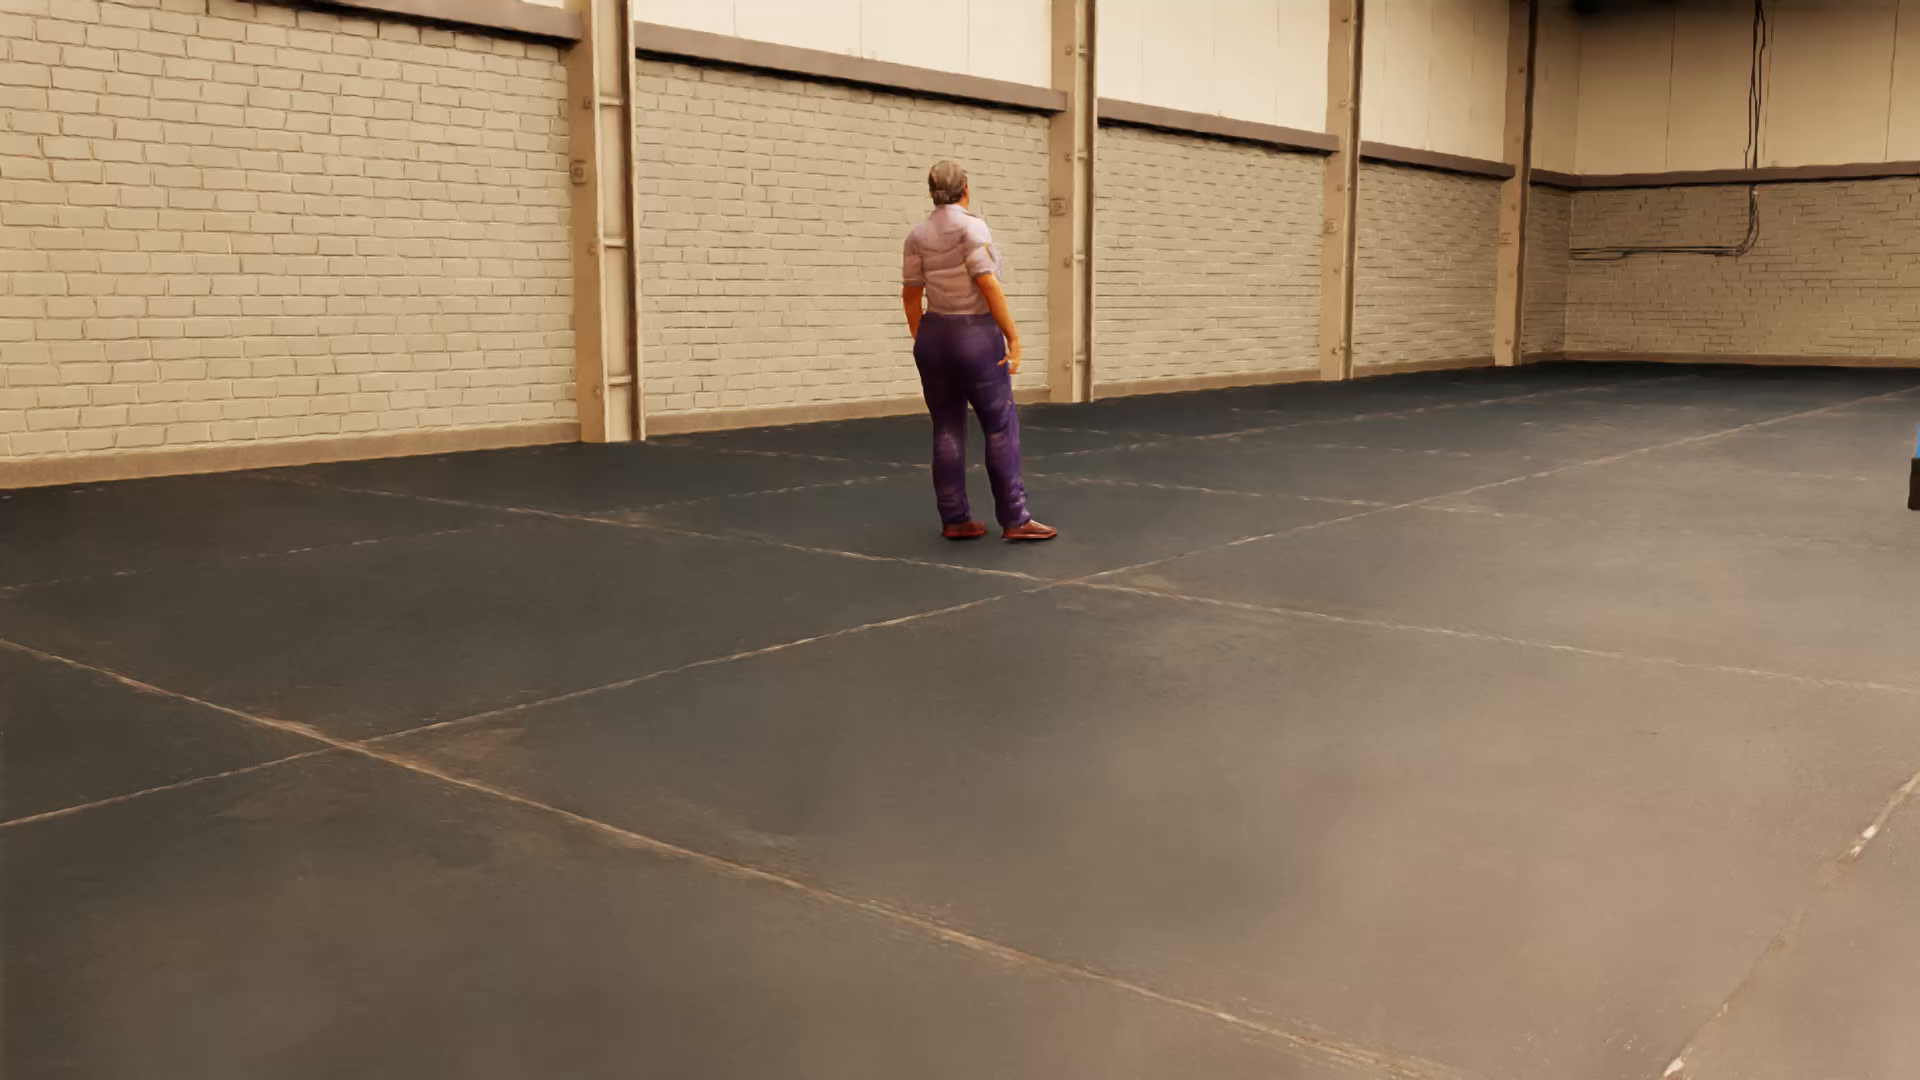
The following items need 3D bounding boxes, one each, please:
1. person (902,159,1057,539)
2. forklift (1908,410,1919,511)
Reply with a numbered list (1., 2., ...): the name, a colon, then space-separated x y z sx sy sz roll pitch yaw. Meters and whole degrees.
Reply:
1. person: 0.074 -0.830 7.340 0.599 1.650 0.502 7 11 38
2. forklift: 6.043 -1.469 7.318 3.031 2.935 1.130 0 8 -1
